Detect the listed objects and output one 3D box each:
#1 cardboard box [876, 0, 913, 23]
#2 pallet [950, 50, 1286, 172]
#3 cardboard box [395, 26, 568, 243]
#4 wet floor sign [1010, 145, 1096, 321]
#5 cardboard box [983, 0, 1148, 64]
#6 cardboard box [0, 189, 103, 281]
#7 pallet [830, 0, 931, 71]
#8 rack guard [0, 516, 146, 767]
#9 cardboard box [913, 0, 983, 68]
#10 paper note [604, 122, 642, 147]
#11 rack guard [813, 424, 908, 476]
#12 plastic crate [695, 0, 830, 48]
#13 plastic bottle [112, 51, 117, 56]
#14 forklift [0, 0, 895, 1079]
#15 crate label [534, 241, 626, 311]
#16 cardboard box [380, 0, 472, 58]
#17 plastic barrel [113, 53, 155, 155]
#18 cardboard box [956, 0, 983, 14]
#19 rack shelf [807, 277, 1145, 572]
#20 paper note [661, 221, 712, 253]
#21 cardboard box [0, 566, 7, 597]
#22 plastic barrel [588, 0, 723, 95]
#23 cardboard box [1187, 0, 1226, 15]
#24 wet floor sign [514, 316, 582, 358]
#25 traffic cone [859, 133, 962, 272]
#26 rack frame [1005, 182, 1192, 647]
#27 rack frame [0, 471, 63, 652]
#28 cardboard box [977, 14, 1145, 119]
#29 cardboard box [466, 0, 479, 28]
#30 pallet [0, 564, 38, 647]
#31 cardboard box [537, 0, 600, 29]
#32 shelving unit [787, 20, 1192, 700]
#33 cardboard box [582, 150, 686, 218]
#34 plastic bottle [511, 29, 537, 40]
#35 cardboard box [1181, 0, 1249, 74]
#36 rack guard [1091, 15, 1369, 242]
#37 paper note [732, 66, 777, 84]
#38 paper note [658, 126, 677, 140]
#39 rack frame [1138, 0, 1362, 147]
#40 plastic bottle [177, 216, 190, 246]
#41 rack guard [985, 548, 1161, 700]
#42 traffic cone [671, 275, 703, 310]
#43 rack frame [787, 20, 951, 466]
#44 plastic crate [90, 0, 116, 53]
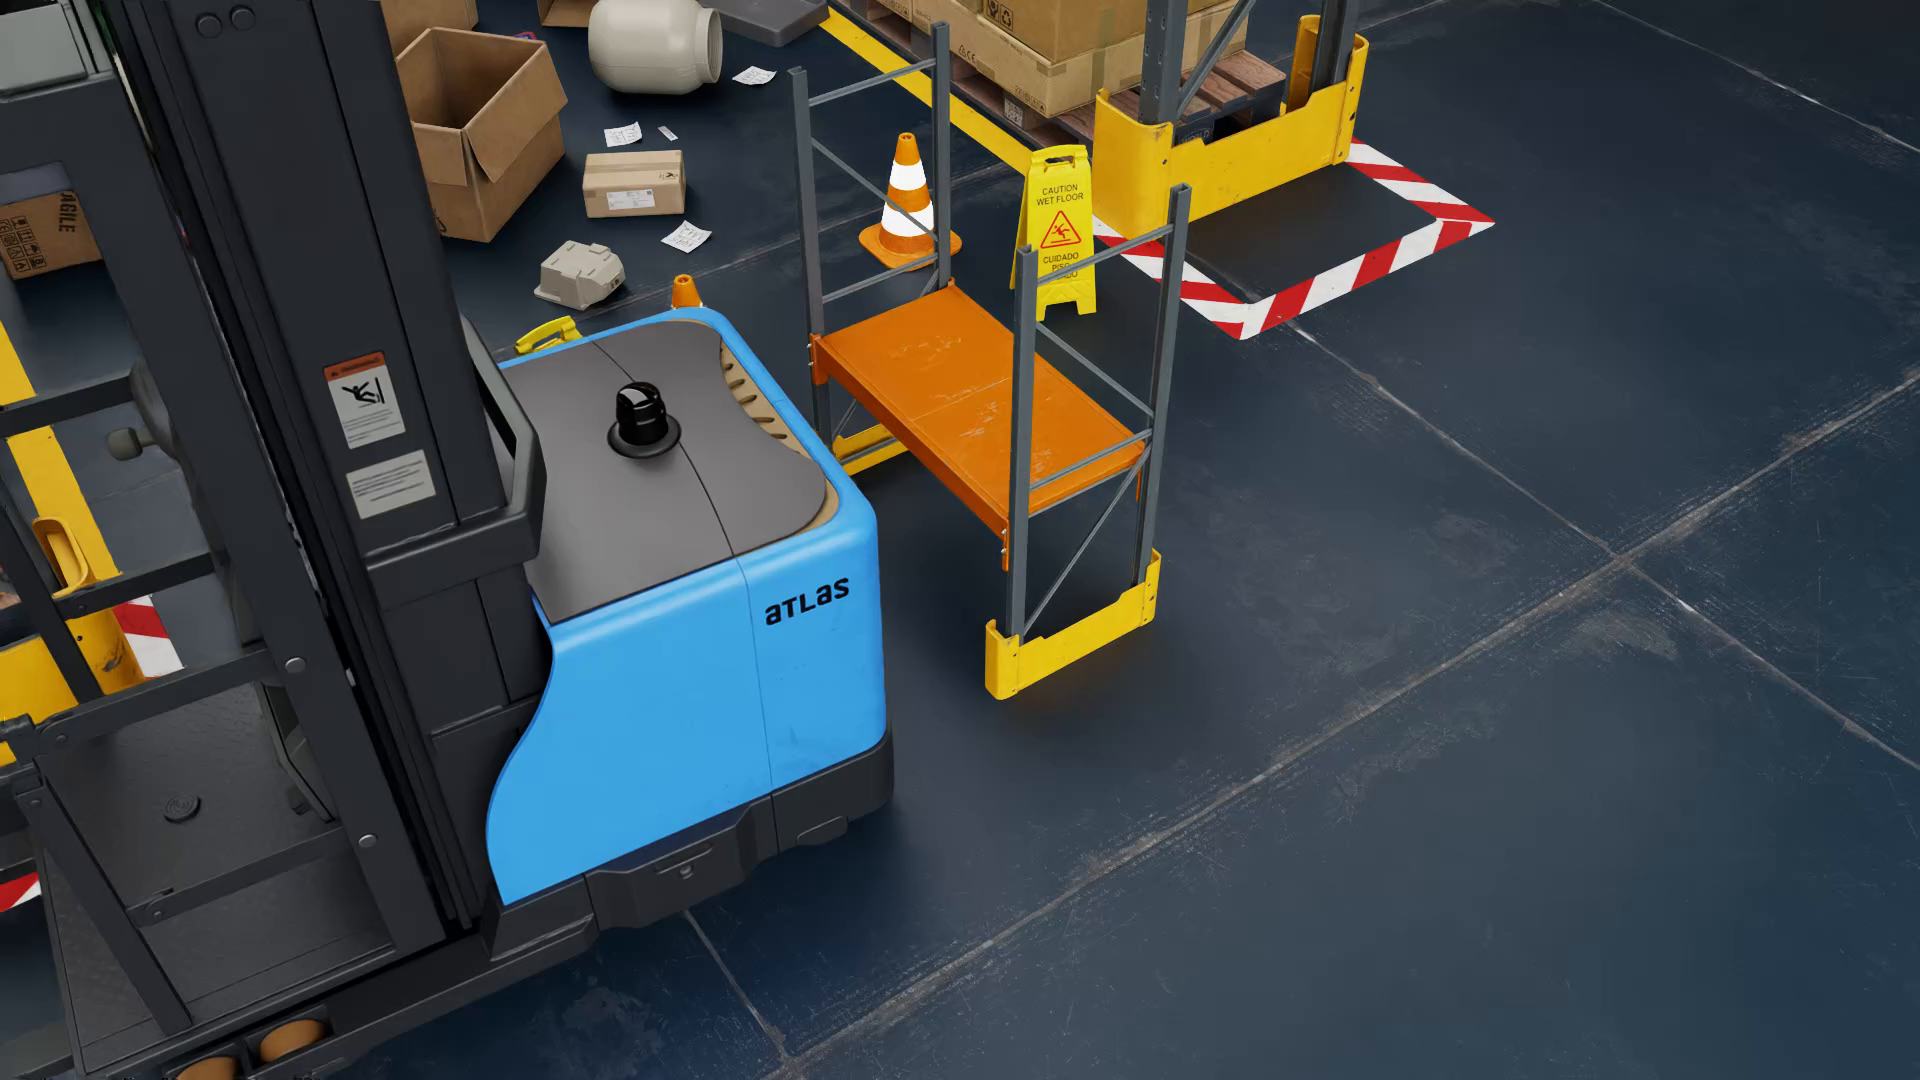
[{"bbox_3d":[-0.166,-2.606,7.495,0.500,0.250,0.500,-27,50,-26],"label":"cardboard box"},{"bbox_3d":[0.632,-2.015,7.208,1.003,0.211,1.213,-26,49,-24],"label":"pallet"},{"bbox_3d":[-1.970,-1.599,6.560,0.637,0.503,0.797,11,45,11],"label":"cardboard box"},{"bbox_3d":[0.342,-1.125,5.961,0.267,0.644,0.232,-10,45,-11],"label":"wet floor sign"},{"bbox_3d":[0.439,-2.286,6.617,0.500,0.500,0.500,-25,49,-24],"label":"cardboard box"},{"bbox_3d":[-3.449,-1.383,6.334,0.500,0.500,0.500,-18,46,-18],"label":"cardboard box"},{"bbox_3d":[-0.062,-2.706,7.931,1.003,0.211,1.213,-26,49,-24],"label":"pallet"},{"bbox_3d":[-2.877,0.423,4.444,1.175,0.500,0.348,-26,49,-24],"label":"rack guard"},{"bbox_3d":[0.138,-2.312,7.187,0.500,0.250,0.500,-26,49,-24],"label":"cardboard box"},{"bbox_3d":[-1.425,-1.718,7.036,0.148,0.019,0.142,-10,45,-11],"label":"paper note"},{"bbox_3d":[-0.241,-0.329,5.414,0.587,0.250,0.087,-26,49,-24],"label":"rack guard"},{"bbox_3d":[-0.951,-2.503,7.814,0.583,0.080,0.402,26,49,25],"label":"plastic crate"},{"bbox_3d":[-3.783,-2.137,7.444,0.283,0.061,0.133,18,47,18],"label":"plastic bottle"},{"bbox_3d":[-1.715,-0.131,3.264,3.031,2.935,1.130,-21,48,-21],"label":"forklift"},{"bbox_3d":[-1.409,-0.995,6.193,0.298,0.136,0.250,18,47,18],"label":"crate label"},{"bbox_3d":[-2.512,-2.174,7.065,0.797,0.637,0.503,-26,49,-24],"label":"cardboard box"},{"bbox_3d":[-3.272,-1.791,6.820,0.512,0.421,0.421,4,44,4],"label":"plastic barrel"},{"bbox_3d":[0.138,-2.580,6.925,0.500,0.500,0.500,-24,49,-23],"label":"cardboard box"},{"bbox_3d":[0.049,-0.364,4.806,0.538,0.185,1.000,-26,49,-24],"label":"rack shelf"},{"bbox_3d":[-1.062,-1.182,6.466,0.142,0.019,0.148,26,49,25],"label":"paper note"},{"bbox_3d":[-3.333,-0.236,4.559,0.875,0.875,0.875,-25,49,-24],"label":"cardboard box"},{"bbox_3d":[-1.312,-2.147,7.192,0.512,0.421,0.421,4,44,4],"label":"plastic barrel"},{"bbox_3d":[0.863,-2.515,6.856,0.500,0.500,0.500,-27,50,-26],"label":"cardboard box"},{"bbox_3d":[-1.250,-0.408,5.211,0.267,0.644,0.232,-35,53,-31],"label":"wet floor sign"},{"bbox_3d":[-0.193,-1.323,6.301,0.336,0.463,0.334,-26,49,-24],"label":"traffic cone"},{"bbox_3d":[0.340,-0.206,4.380,0.500,1.500,0.032,-26,49,-24],"label":"rack frame"},{"bbox_3d":[-2.891,-0.494,3.595,1.000,3.000,0.127,-26,49,-24],"label":"rack frame"},{"bbox_3d":[0.414,-2.029,6.891,0.500,0.250,0.500,-26,49,-25],"label":"cardboard box"},{"bbox_3d":[-2.471,-2.474,7.649,0.396,0.266,0.258,11,45,11],"label":"cardboard box"},{"bbox_3d":[-3.413,0.092,5.000,1.003,0.211,1.213,-26,49,-24],"label":"pallet"},{"bbox_3d":[-1.680,-2.725,7.740,0.500,0.500,0.500,4,44,4],"label":"cardboard box"},{"bbox_3d":[0.044,-0.499,4.687,0.587,1.500,1.083,-26,49,-24],"label":"shelving unit"},{"bbox_3d":[-1.295,-1.420,6.629,0.380,0.149,0.250,-3,44,-4],"label":"cardboard box"},{"bbox_3d":[-1.977,-2.238,7.550,0.133,0.061,0.283,-18,46,-18],"label":"plastic bottle"},{"bbox_3d":[0.877,-2.230,7.101,0.500,0.250,0.500,-26,49,-25],"label":"cardboard box"},{"bbox_3d":[1.068,-1.646,6.612,1.175,0.500,0.348,-26,49,-24],"label":"rack guard"},{"bbox_3d":[-0.912,-2.067,7.393,0.148,0.019,0.142,26,49,25],"label":"paper note"},{"bbox_3d":[-1.239,-1.725,7.049,0.032,0.001,0.123,-26,49,-24],"label":"paper note"},{"bbox_3d":[1.111,-2.507,5.704,1.000,3.000,0.127,-26,49,-24],"label":"rack frame"},{"bbox_3d":[-2.982,-1.239,6.504,0.133,0.061,0.283,26,49,25],"label":"plastic bottle"},{"bbox_3d":[0.329,0.235,4.823,0.587,0.250,0.087,-26,49,-24],"label":"rack guard"},{"bbox_3d":[-0.909,-0.692,5.640,0.336,0.463,0.334,-26,49,-24],"label":"traffic cone"},{"bbox_3d":[-0.242,-0.782,4.983,0.500,1.500,0.032,-26,49,-24],"label":"rack frame"},{"bbox_3d":[-4.005,-2.182,7.359,0.450,0.188,0.662,-11,44,3],"label":"plastic crate"}]
